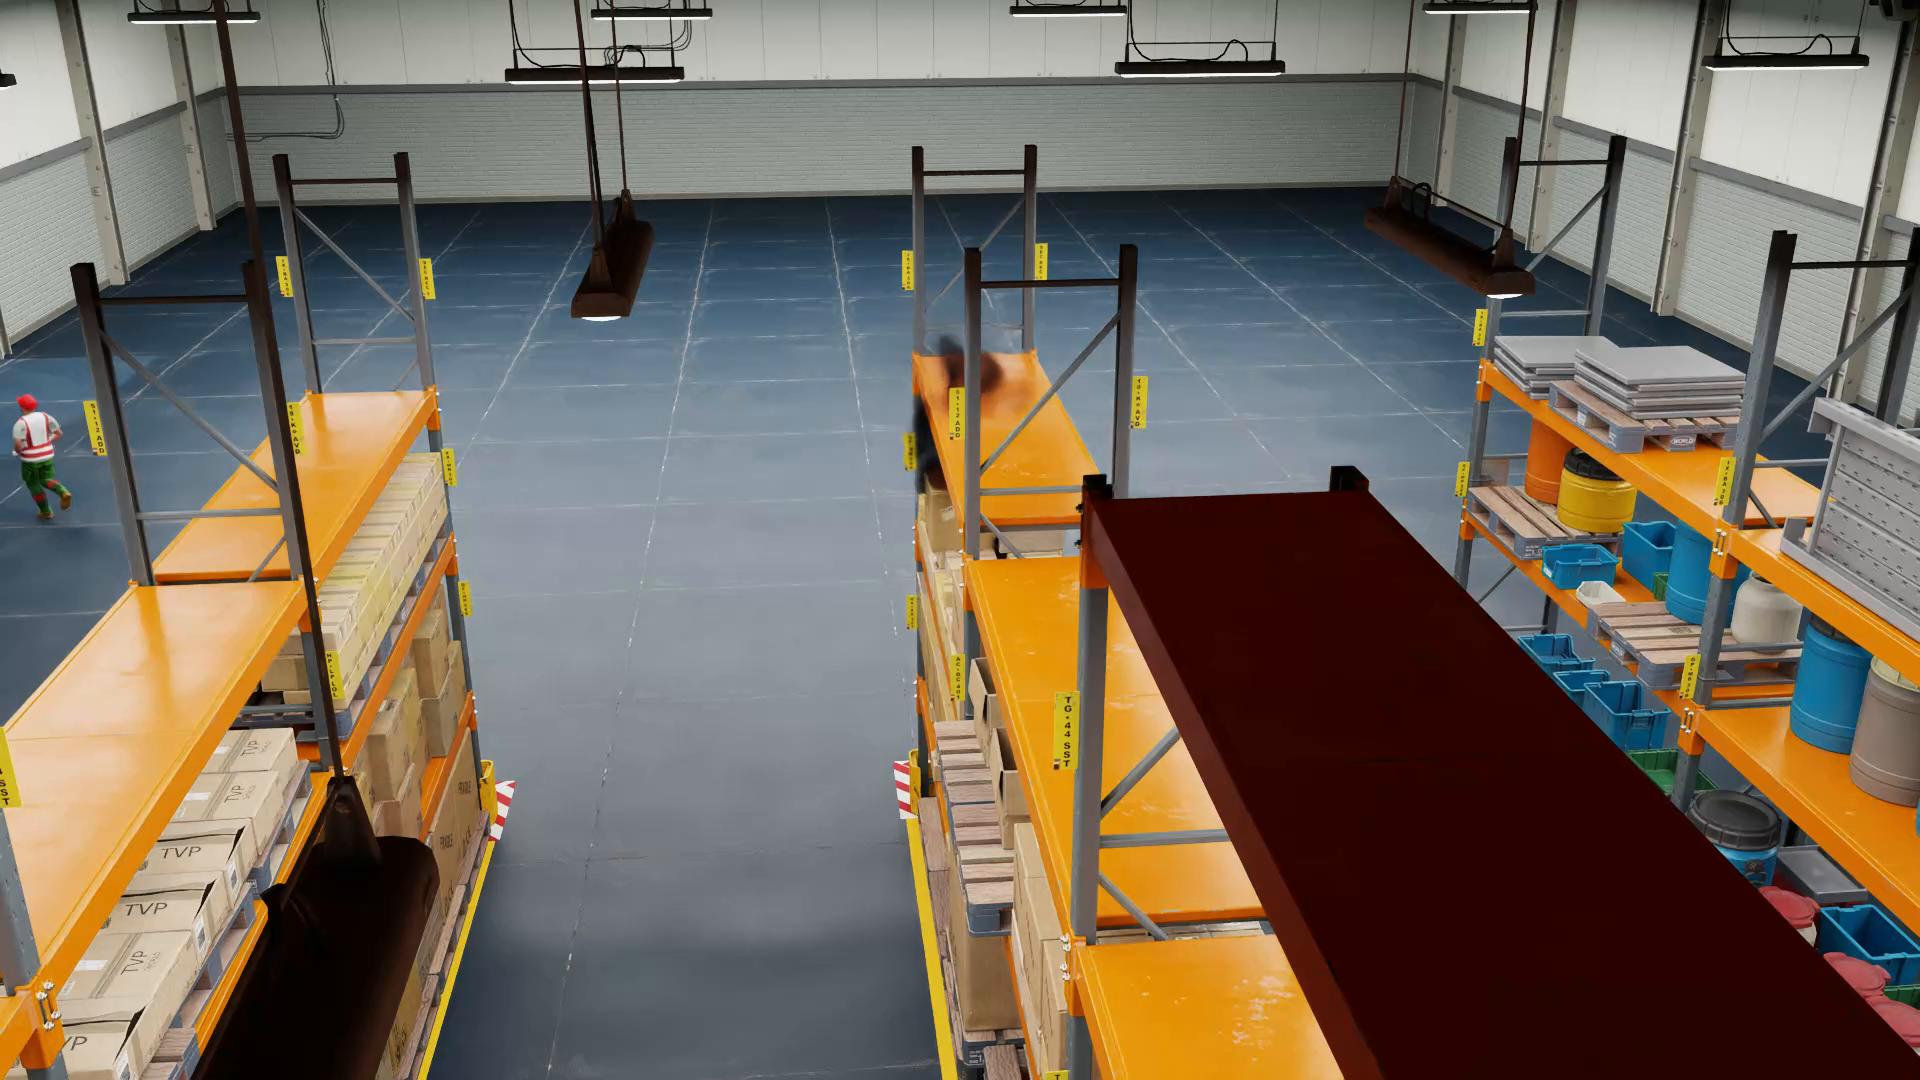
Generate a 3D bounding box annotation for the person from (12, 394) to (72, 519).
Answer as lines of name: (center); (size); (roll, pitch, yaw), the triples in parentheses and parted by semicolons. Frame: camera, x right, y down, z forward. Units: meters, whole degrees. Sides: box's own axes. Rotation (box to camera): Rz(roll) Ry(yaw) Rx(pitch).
person: (-12.186, -1.080, 22.016); (0.704, 1.749, 0.656); (13, 25, 29)
